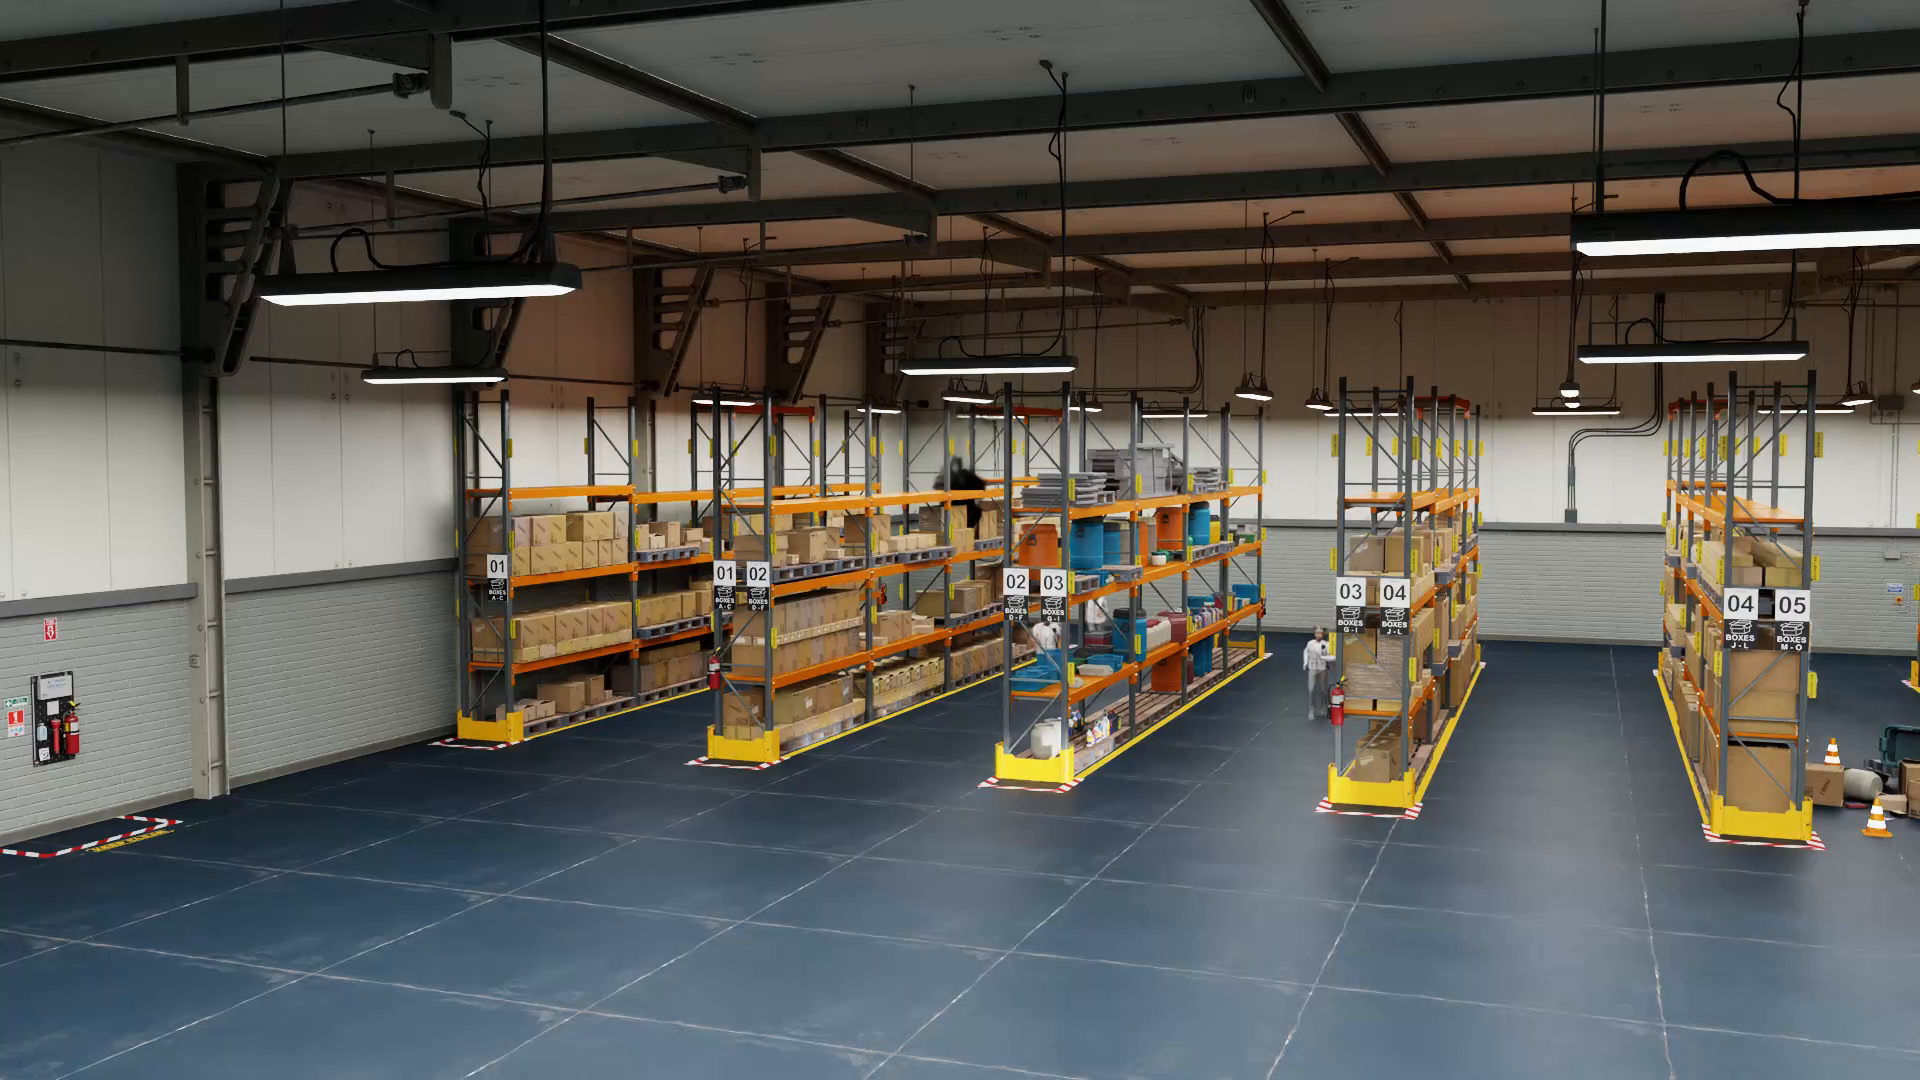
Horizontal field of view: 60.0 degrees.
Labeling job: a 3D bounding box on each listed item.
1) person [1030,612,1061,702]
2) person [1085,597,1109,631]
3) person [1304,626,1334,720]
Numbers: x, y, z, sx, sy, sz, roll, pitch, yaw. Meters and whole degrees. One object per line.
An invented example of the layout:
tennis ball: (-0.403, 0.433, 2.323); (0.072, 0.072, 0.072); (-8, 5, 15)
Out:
person: (1.699, 2.294, 33.210); (0.609, 1.837, 0.812); (1, 3, 10)
person: (3.204, 1.954, 39.373); (0.665, 1.775, 0.803); (1, 3, 11)
person: (6.648, 2.431, 30.834); (0.600, 1.704, 0.879); (1, 3, 21)
